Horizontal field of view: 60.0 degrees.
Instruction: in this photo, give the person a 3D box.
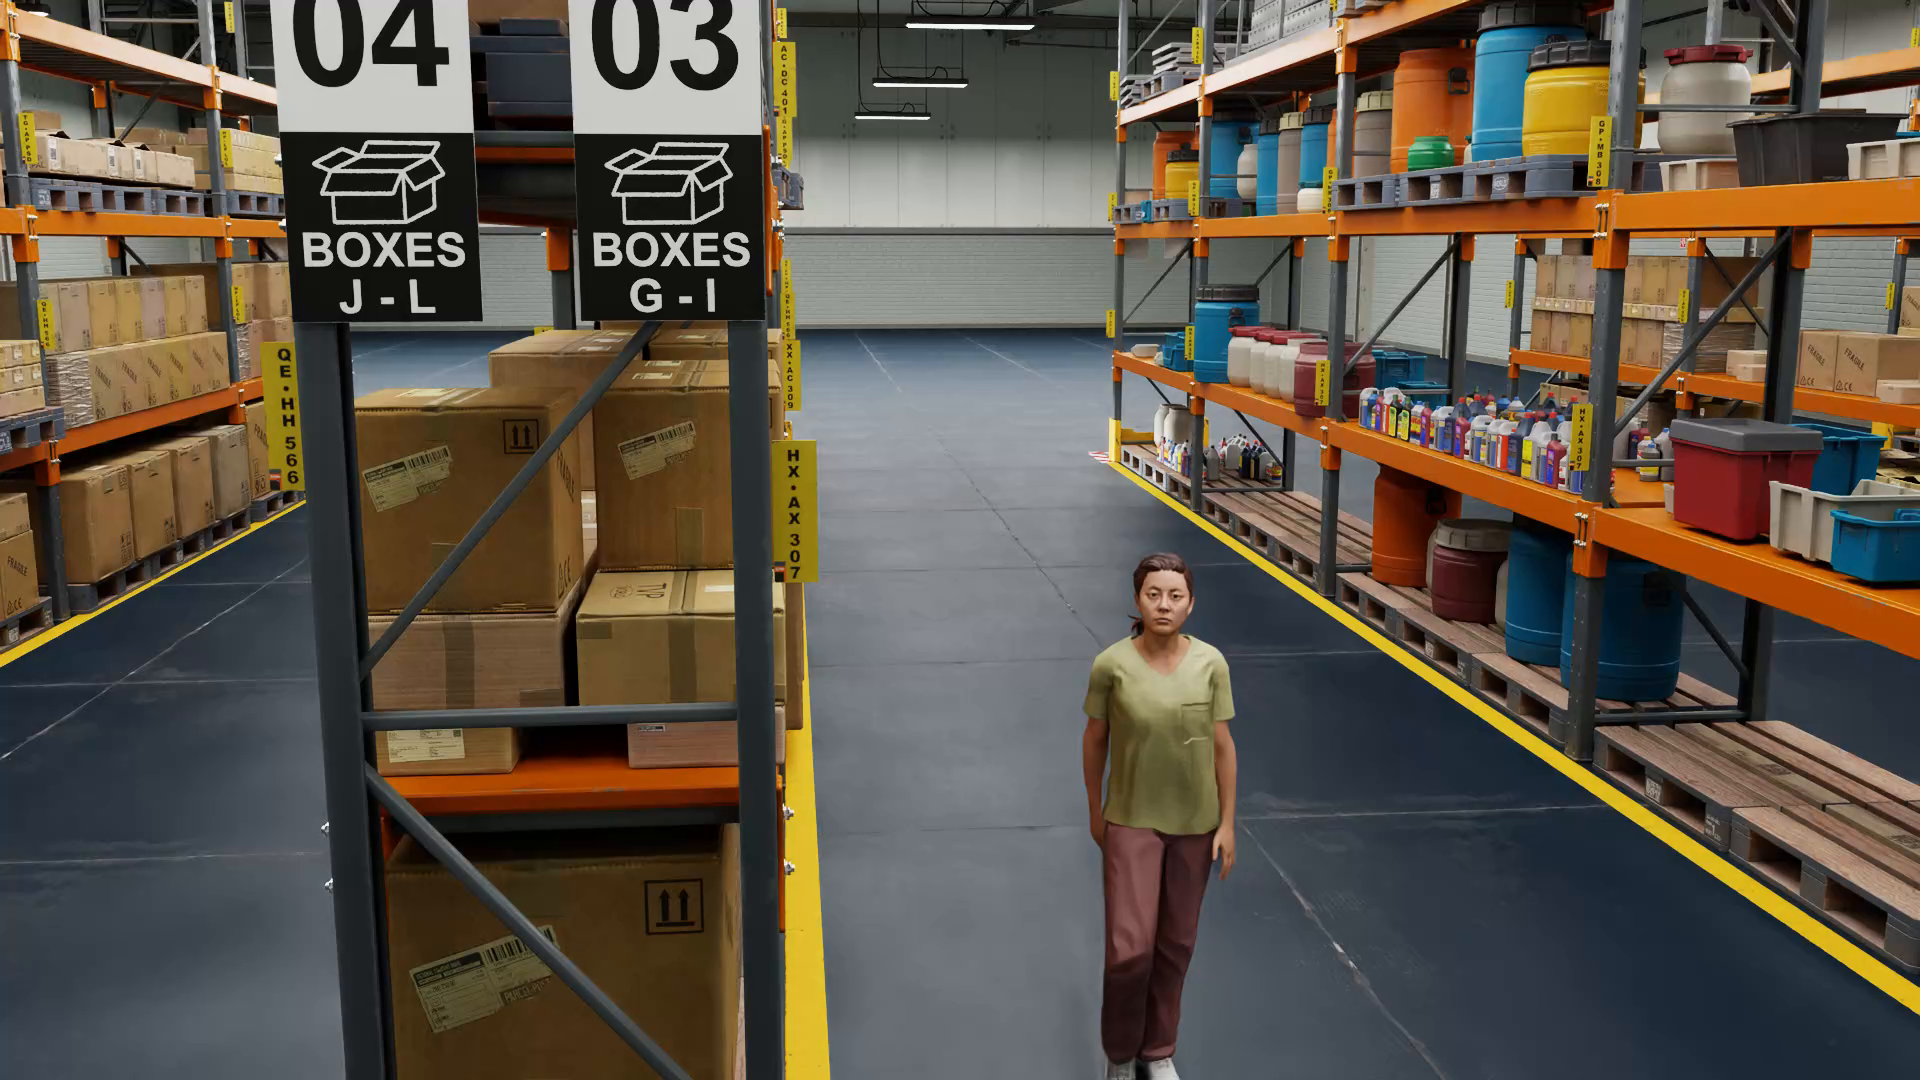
[{"bbox_3d":[0.604,0.881,4.922,0.442,1.678,0.470,-1,10,-6],"label":"person"}]
